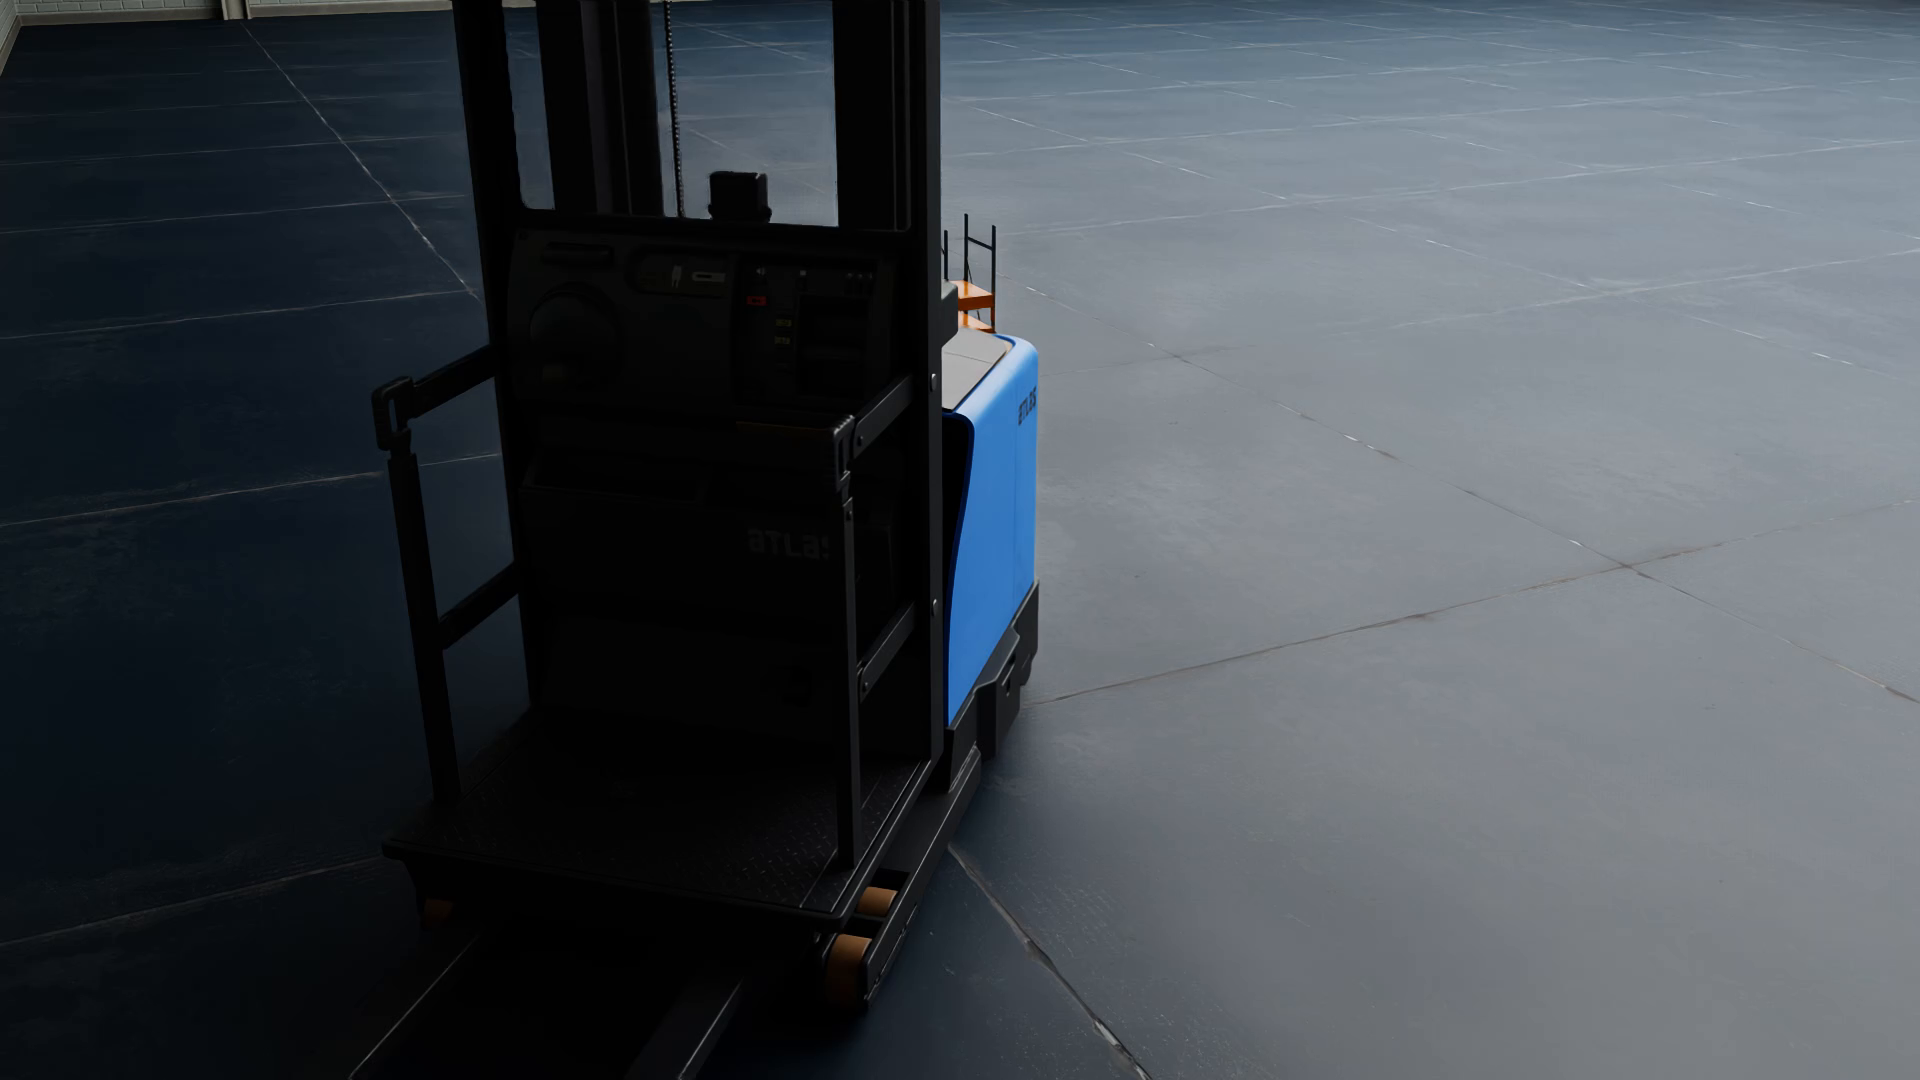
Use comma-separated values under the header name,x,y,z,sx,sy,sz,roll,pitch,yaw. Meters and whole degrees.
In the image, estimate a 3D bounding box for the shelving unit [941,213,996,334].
name,x,y,z,sx,sy,sz,roll,pitch,yaw
shelving unit,-0.013,-0.552,6.015,0.189,1.200,0.258,-10,25,-24

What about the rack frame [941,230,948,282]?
name,x,y,z,sx,sy,sz,roll,pitch,yaw
rack frame,-0.095,-0.537,5.978,0.006,1.200,0.240,-10,25,-24

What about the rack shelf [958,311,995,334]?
name,x,y,z,sx,sy,sz,roll,pitch,yaw
rack shelf,-0.013,-0.733,5.940,0.180,0.103,0.258,-10,25,-24

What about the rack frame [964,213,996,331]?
name,x,y,z,sx,sy,sz,roll,pitch,yaw
rack frame,0.069,-0.567,6.051,0.006,1.200,0.240,-10,25,-24

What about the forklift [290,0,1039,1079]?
name,x,y,z,sx,sy,sz,roll,pitch,yaw
forklift,-0.644,-0.471,3.556,1.130,2.935,3.031,6,23,14

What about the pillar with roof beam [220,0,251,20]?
name,x,y,z,sx,sy,sz,roll,pitch,yaw
pillar with roof beam,-9.344,-10.760,20.478,0.400,9.000,9.100,-10,25,-24

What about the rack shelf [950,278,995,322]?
name,x,y,z,sx,sy,sz,roll,pitch,yaw
rack shelf,-0.013,-0.844,5.894,0.180,0.103,0.258,-10,25,-24
